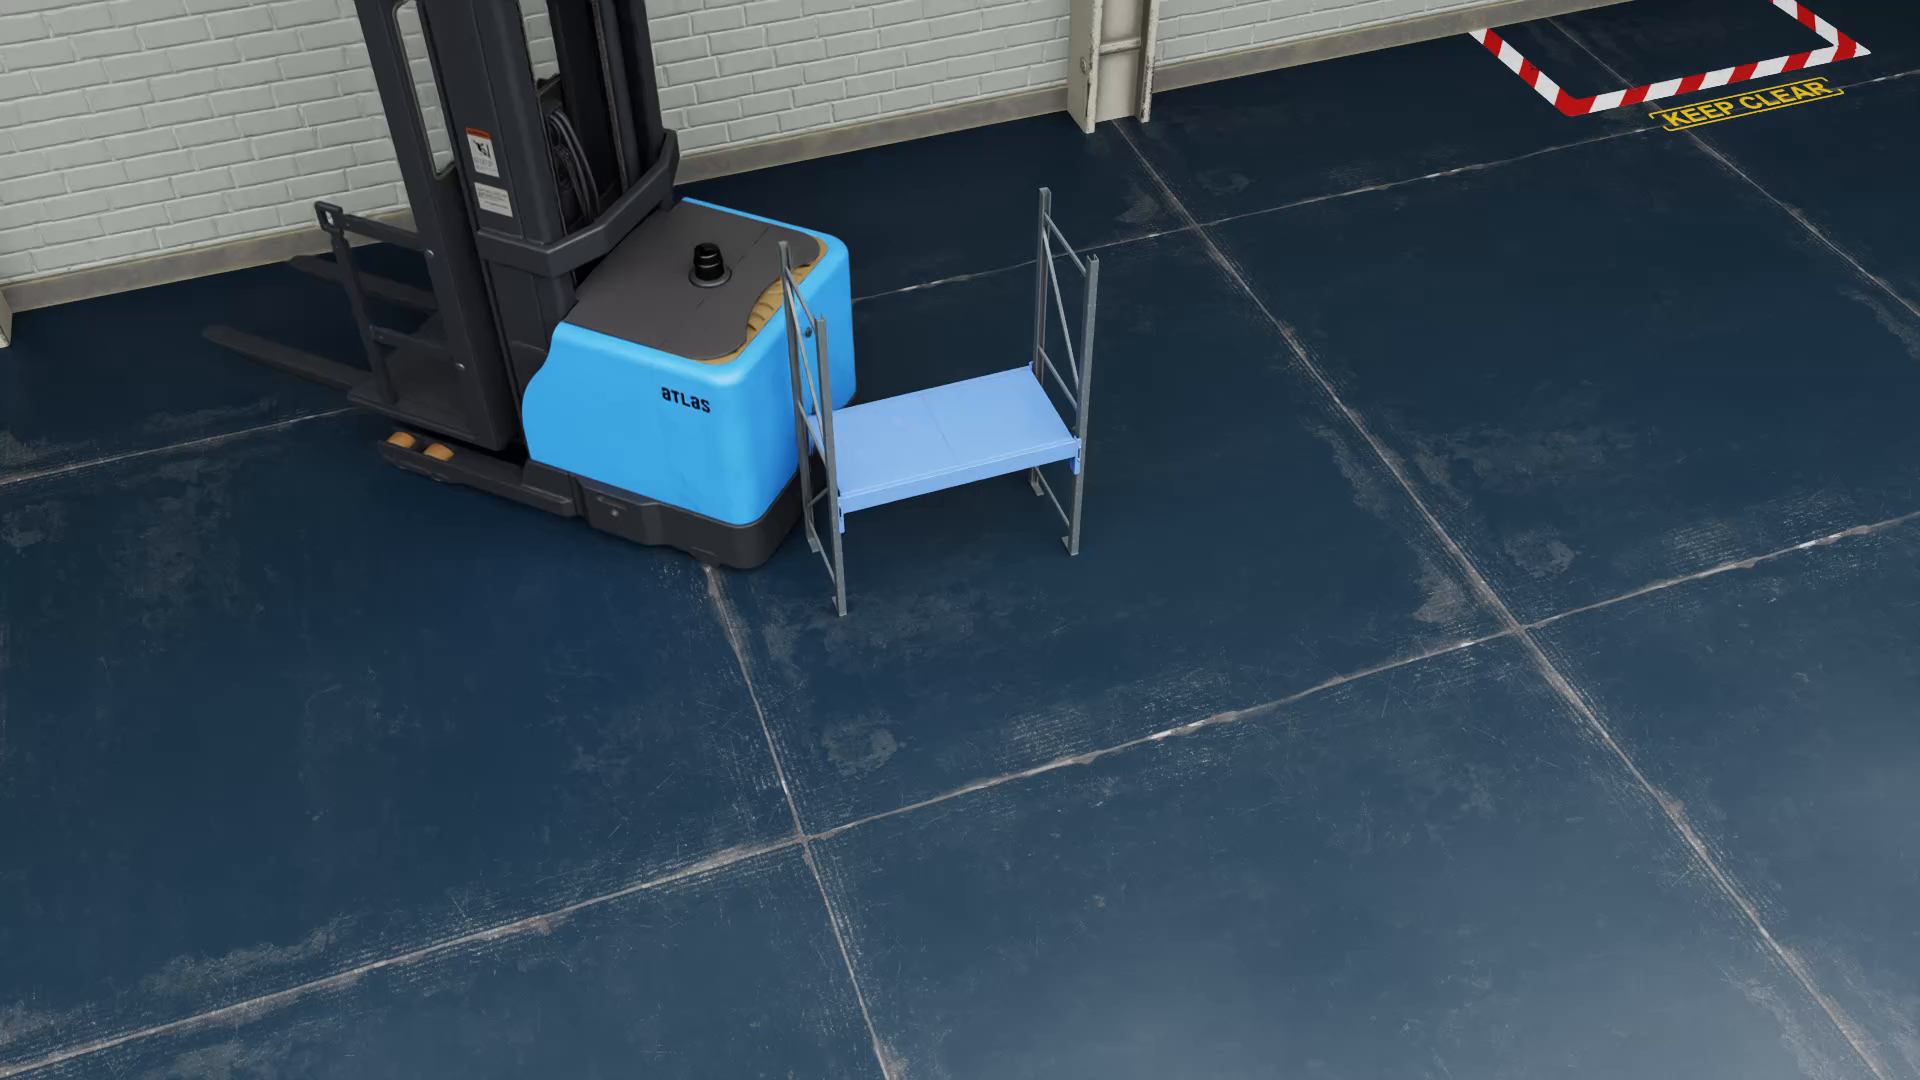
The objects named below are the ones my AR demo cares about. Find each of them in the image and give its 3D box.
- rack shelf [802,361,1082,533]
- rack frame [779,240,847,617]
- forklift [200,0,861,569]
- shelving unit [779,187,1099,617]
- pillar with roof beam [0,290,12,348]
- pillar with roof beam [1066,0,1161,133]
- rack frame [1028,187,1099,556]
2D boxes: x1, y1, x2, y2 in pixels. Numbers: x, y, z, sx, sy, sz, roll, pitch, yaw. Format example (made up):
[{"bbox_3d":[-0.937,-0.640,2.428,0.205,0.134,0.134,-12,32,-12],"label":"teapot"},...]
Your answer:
[{"bbox_3d":[-0.080,-0.382,6.635,1.000,0.185,0.538,-14,47,-14],"label":"rack shelf"},{"bbox_3d":[-0.558,-0.387,6.386,0.032,1.500,0.500,-14,47,-14],"label":"rack frame"},{"bbox_3d":[-2.003,-1.615,6.600,3.031,2.935,1.130,17,48,17],"label":"forklift"},{"bbox_3d":[-0.080,-0.509,6.508,1.048,1.500,0.538,-14,47,-14],"label":"shelving unit"},{"bbox_3d":[-3.343,-1.297,1.999,0.400,9.000,9.100,-14,47,-14],"label":"pillar with roof beam"},{"bbox_3d":[2.301,-2.740,3.437,0.400,9.000,9.100,-14,47,-14],"label":"pillar with roof beam"},{"bbox_3d":[0.398,-0.631,6.629,0.032,1.500,0.500,-14,47,-14],"label":"rack frame"}]
